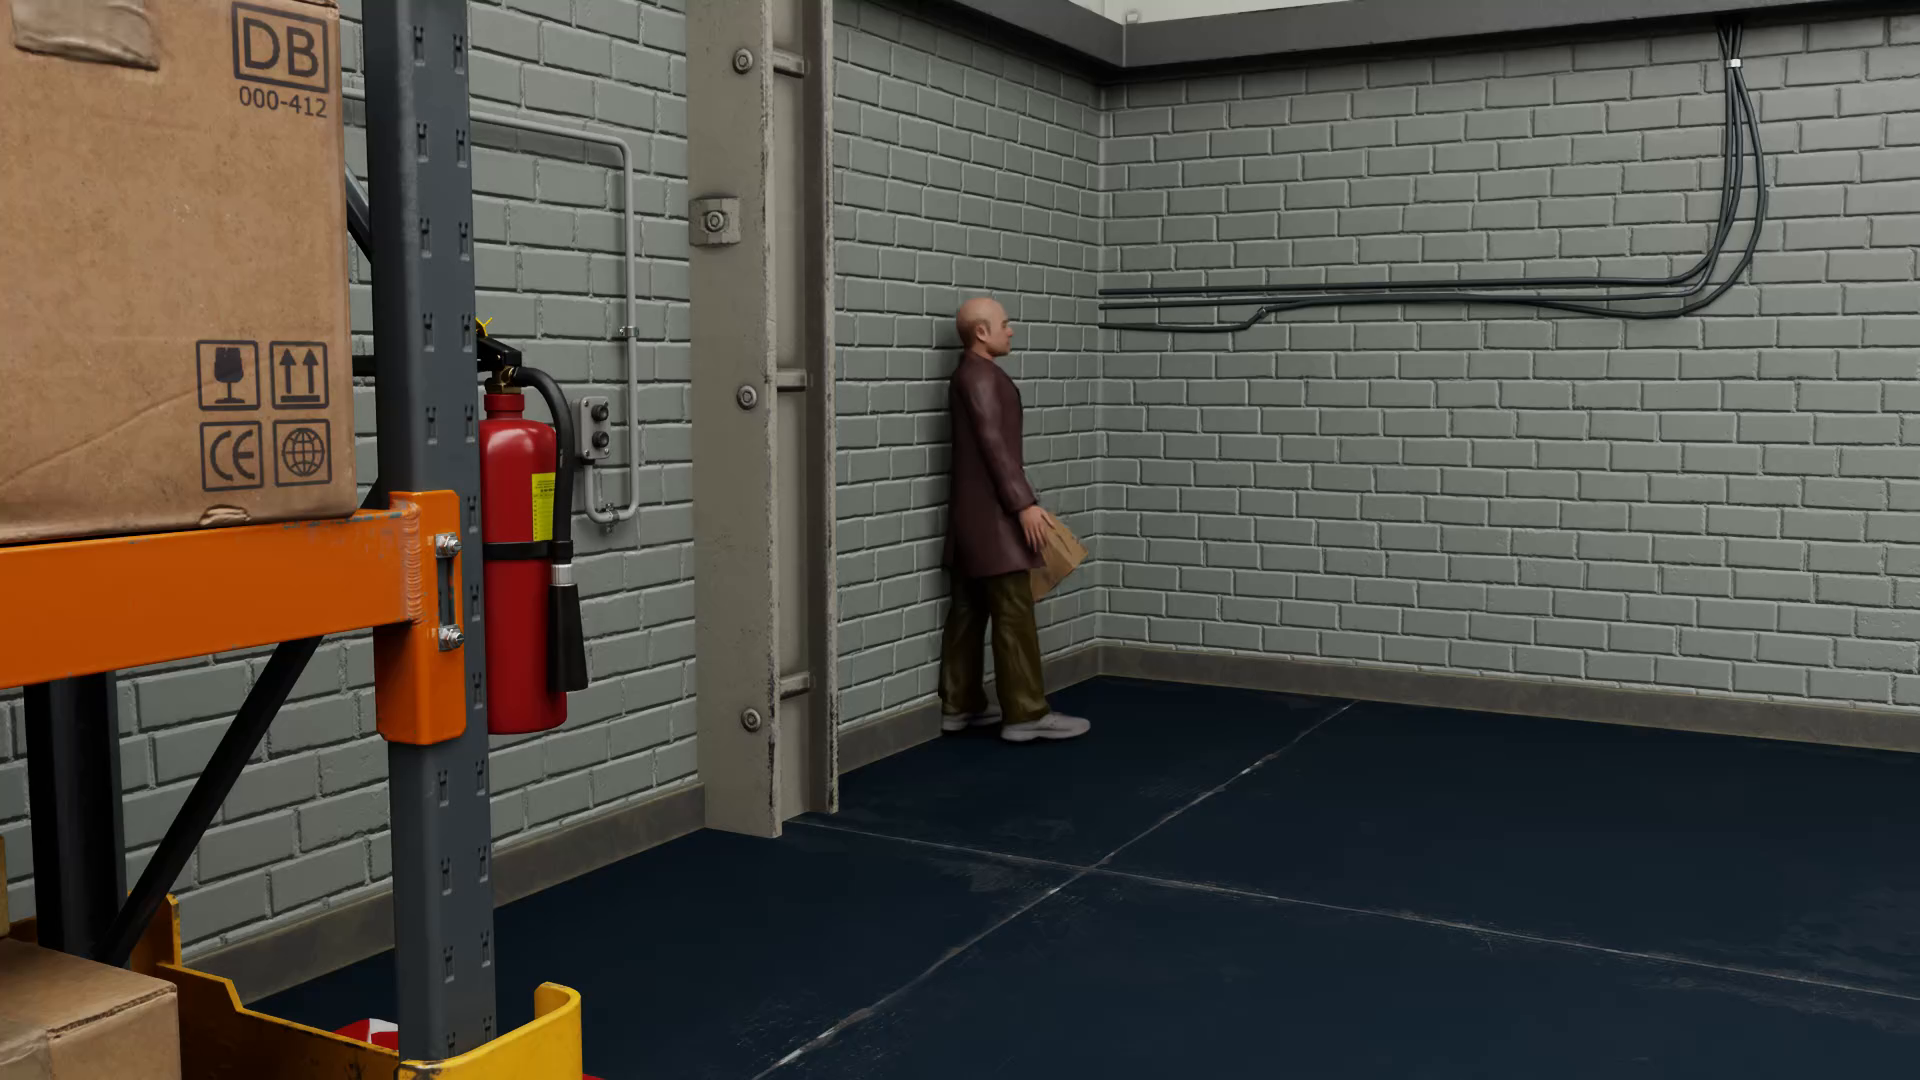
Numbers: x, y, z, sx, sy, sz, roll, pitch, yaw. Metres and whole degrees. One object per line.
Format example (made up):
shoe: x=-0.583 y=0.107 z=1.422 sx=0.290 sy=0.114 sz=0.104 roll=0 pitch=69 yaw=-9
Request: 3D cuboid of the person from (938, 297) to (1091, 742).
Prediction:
person: x=0.209 y=-0.092 z=6.785 sx=0.605 sy=1.780 sz=0.644 roll=-1 pitch=6 yaw=-9
